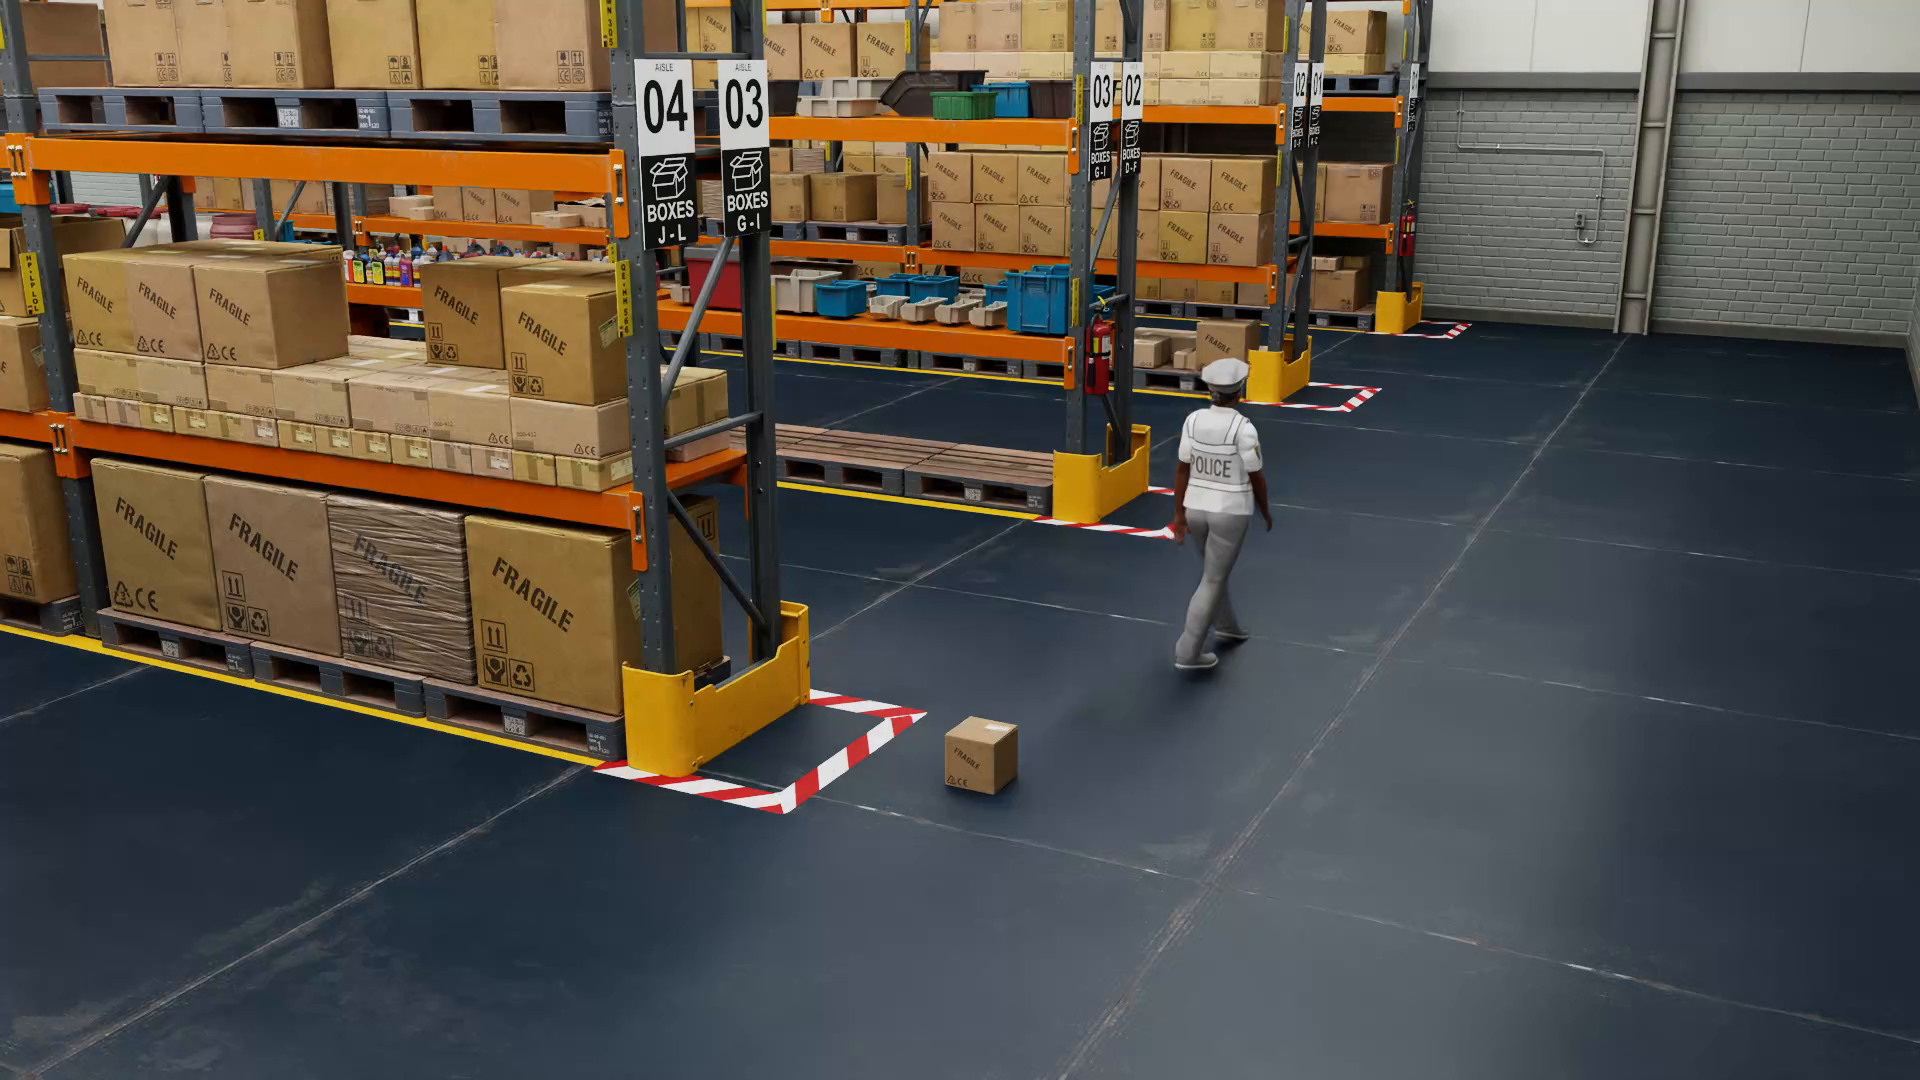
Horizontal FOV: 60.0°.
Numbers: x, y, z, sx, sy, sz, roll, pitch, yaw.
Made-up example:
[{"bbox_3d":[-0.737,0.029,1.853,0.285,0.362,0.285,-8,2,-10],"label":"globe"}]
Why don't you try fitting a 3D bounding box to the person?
[{"bbox_3d":[1.443,-0.147,8.989,0.460,1.683,0.858,14,21,41],"label":"person"}]
